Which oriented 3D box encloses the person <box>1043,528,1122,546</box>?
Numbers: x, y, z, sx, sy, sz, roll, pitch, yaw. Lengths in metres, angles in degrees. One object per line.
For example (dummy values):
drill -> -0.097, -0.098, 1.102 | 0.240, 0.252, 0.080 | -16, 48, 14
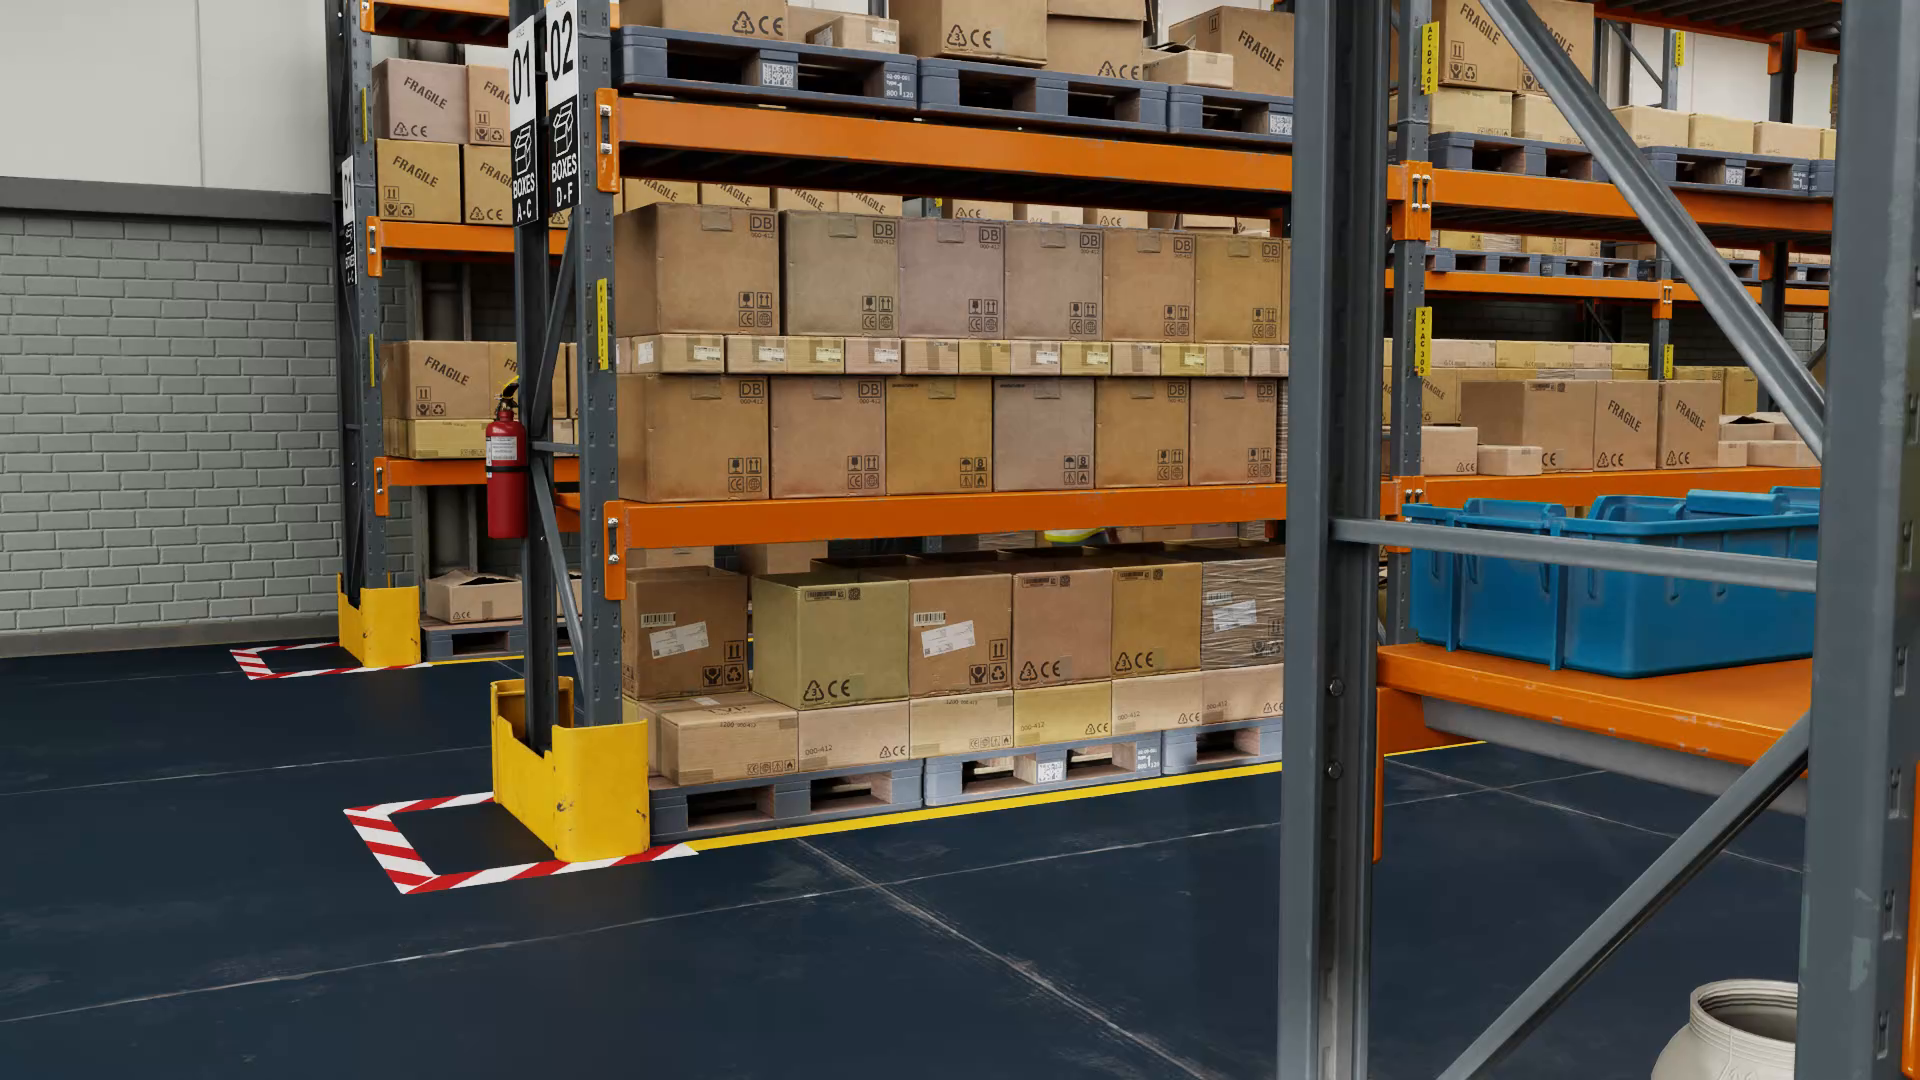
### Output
person -> 0.744, -0.028, 9.987 | 0.461, 1.759, 0.632 | -3, 6, -32
